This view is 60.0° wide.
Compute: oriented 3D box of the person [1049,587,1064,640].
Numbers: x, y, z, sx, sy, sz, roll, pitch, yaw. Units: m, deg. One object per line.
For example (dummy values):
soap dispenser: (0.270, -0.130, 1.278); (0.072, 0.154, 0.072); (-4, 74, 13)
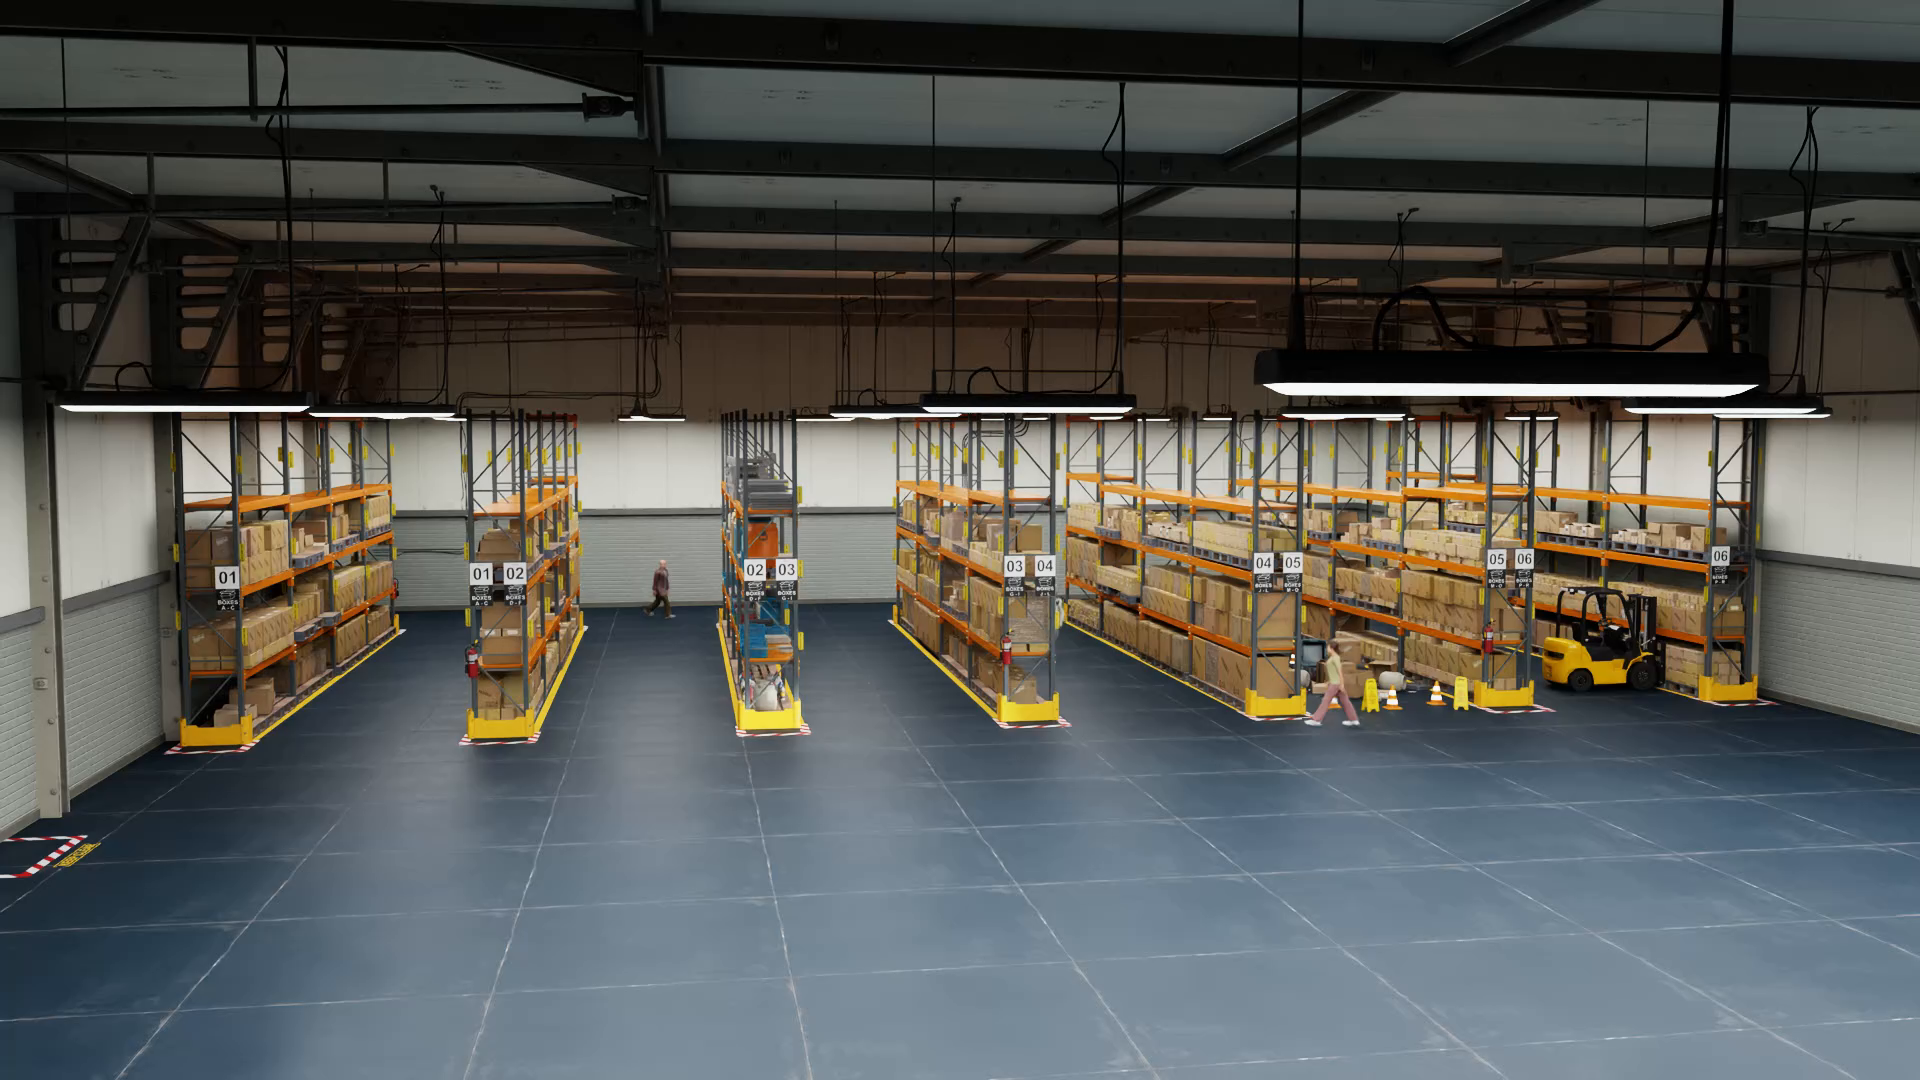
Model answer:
person: (2.270, 1.932, 40.503); (0.480, 1.645, 0.878); (-1, 4, -13)

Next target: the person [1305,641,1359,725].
person: (7.081, 2.681, 31.433); (0.932, 1.557, 0.492); (1, 4, 10)

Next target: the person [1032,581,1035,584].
person: (2.385, 1.227, 51.787); (0.590, 1.741, 1.051); (1, 4, 15)

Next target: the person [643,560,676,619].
person: (-8.825, 1.448, 48.941); (1.171, 1.725, 0.567); (1, 4, 17)
